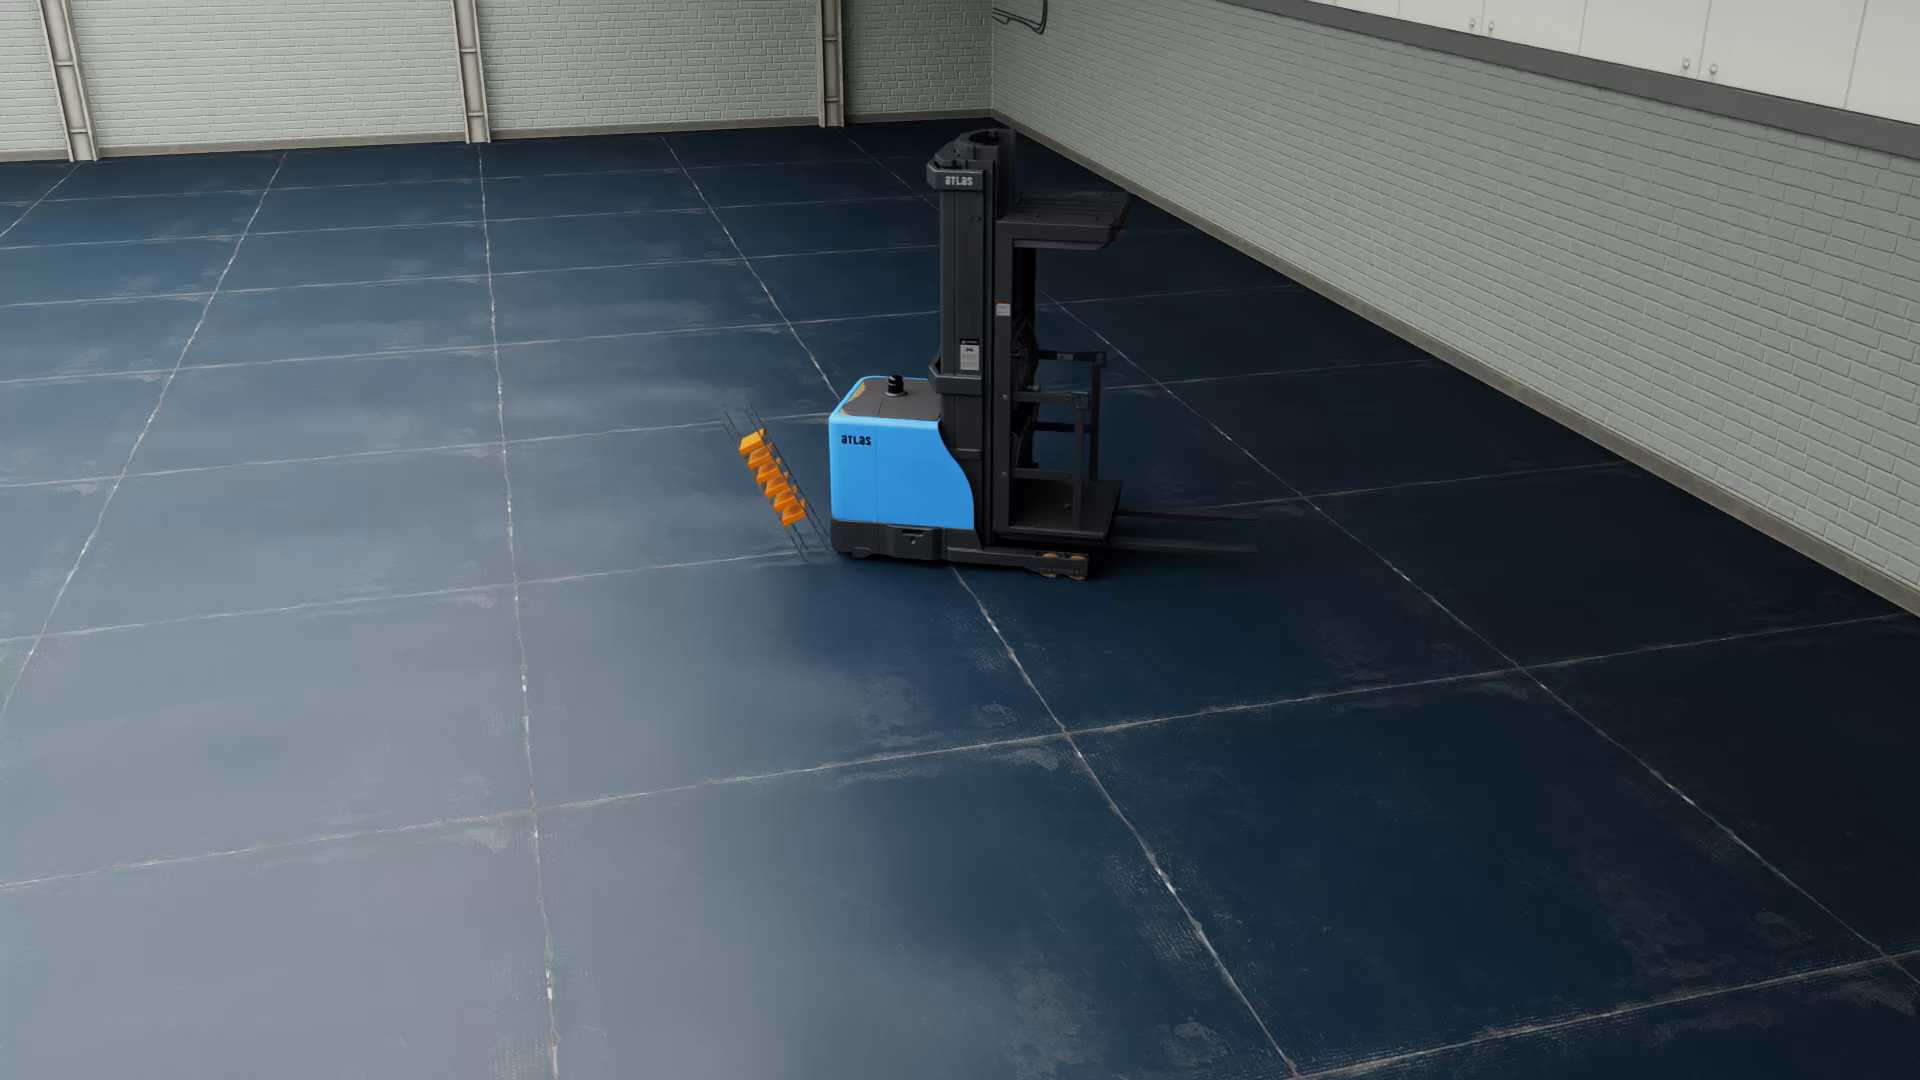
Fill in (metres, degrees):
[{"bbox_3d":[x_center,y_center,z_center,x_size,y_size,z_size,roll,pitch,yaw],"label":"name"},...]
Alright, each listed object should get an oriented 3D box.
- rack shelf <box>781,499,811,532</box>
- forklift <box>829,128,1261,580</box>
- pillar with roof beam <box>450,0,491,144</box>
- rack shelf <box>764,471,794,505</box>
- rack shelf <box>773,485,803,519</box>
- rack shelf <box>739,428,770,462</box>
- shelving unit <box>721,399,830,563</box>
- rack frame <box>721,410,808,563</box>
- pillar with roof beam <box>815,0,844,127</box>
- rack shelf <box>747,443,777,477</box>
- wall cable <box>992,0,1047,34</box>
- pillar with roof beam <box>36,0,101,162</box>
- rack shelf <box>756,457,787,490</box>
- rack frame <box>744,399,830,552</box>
[{"bbox_3d":[-1.163,-0.179,11.839,0.180,0.103,0.258,-25,22,9],"label":"rack shelf"},{"bbox_3d":[0.638,-1.299,11.560,3.031,2.935,1.130,4,24,10],"label":"forklift"},{"bbox_3d":[-6.873,-9.154,22.171,0.400,9.000,9.100,-6,24,-14],"label":"pillar with roof beam"},{"bbox_3d":[-1.271,-0.375,11.752,0.180,0.103,0.258,-25,22,9],"label":"rack shelf"},{"bbox_3d":[-1.217,-0.277,11.795,0.180,0.103,0.258,-25,22,9],"label":"rack shelf"},{"bbox_3d":[-1.433,-0.668,11.621,0.180,0.103,0.258,-25,22,9],"label":"rack shelf"},{"bbox_3d":[-1.291,-0.411,11.736,0.189,1.200,0.258,-25,22,9],"label":"shelving unit"},{"bbox_3d":[-1.373,-0.372,11.750,0.006,1.200,0.240,-25,22,9],"label":"rack frame"},{"bbox_3d":[-1.096,-9.793,23.661,0.400,9.000,9.100,-6,24,-14],"label":"pillar with roof beam"},{"bbox_3d":[-1.379,-0.570,11.664,0.180,0.103,0.258,-25,22,9],"label":"rack shelf"},{"bbox_3d":[0.934,-9.812,27.643,0.112,2.526,3.097,-6,24,-14],"label":"wall cable"},{"bbox_3d":[-12.650,-8.515,20.682,0.400,9.000,9.100,-6,24,-14],"label":"pillar with roof beam"},{"bbox_3d":[-1.325,-0.472,11.708,0.180,0.103,0.258,-25,22,9],"label":"rack shelf"},{"bbox_3d":[-1.210,-0.450,11.721,0.006,1.200,0.240,-25,22,9],"label":"rack frame"}]
